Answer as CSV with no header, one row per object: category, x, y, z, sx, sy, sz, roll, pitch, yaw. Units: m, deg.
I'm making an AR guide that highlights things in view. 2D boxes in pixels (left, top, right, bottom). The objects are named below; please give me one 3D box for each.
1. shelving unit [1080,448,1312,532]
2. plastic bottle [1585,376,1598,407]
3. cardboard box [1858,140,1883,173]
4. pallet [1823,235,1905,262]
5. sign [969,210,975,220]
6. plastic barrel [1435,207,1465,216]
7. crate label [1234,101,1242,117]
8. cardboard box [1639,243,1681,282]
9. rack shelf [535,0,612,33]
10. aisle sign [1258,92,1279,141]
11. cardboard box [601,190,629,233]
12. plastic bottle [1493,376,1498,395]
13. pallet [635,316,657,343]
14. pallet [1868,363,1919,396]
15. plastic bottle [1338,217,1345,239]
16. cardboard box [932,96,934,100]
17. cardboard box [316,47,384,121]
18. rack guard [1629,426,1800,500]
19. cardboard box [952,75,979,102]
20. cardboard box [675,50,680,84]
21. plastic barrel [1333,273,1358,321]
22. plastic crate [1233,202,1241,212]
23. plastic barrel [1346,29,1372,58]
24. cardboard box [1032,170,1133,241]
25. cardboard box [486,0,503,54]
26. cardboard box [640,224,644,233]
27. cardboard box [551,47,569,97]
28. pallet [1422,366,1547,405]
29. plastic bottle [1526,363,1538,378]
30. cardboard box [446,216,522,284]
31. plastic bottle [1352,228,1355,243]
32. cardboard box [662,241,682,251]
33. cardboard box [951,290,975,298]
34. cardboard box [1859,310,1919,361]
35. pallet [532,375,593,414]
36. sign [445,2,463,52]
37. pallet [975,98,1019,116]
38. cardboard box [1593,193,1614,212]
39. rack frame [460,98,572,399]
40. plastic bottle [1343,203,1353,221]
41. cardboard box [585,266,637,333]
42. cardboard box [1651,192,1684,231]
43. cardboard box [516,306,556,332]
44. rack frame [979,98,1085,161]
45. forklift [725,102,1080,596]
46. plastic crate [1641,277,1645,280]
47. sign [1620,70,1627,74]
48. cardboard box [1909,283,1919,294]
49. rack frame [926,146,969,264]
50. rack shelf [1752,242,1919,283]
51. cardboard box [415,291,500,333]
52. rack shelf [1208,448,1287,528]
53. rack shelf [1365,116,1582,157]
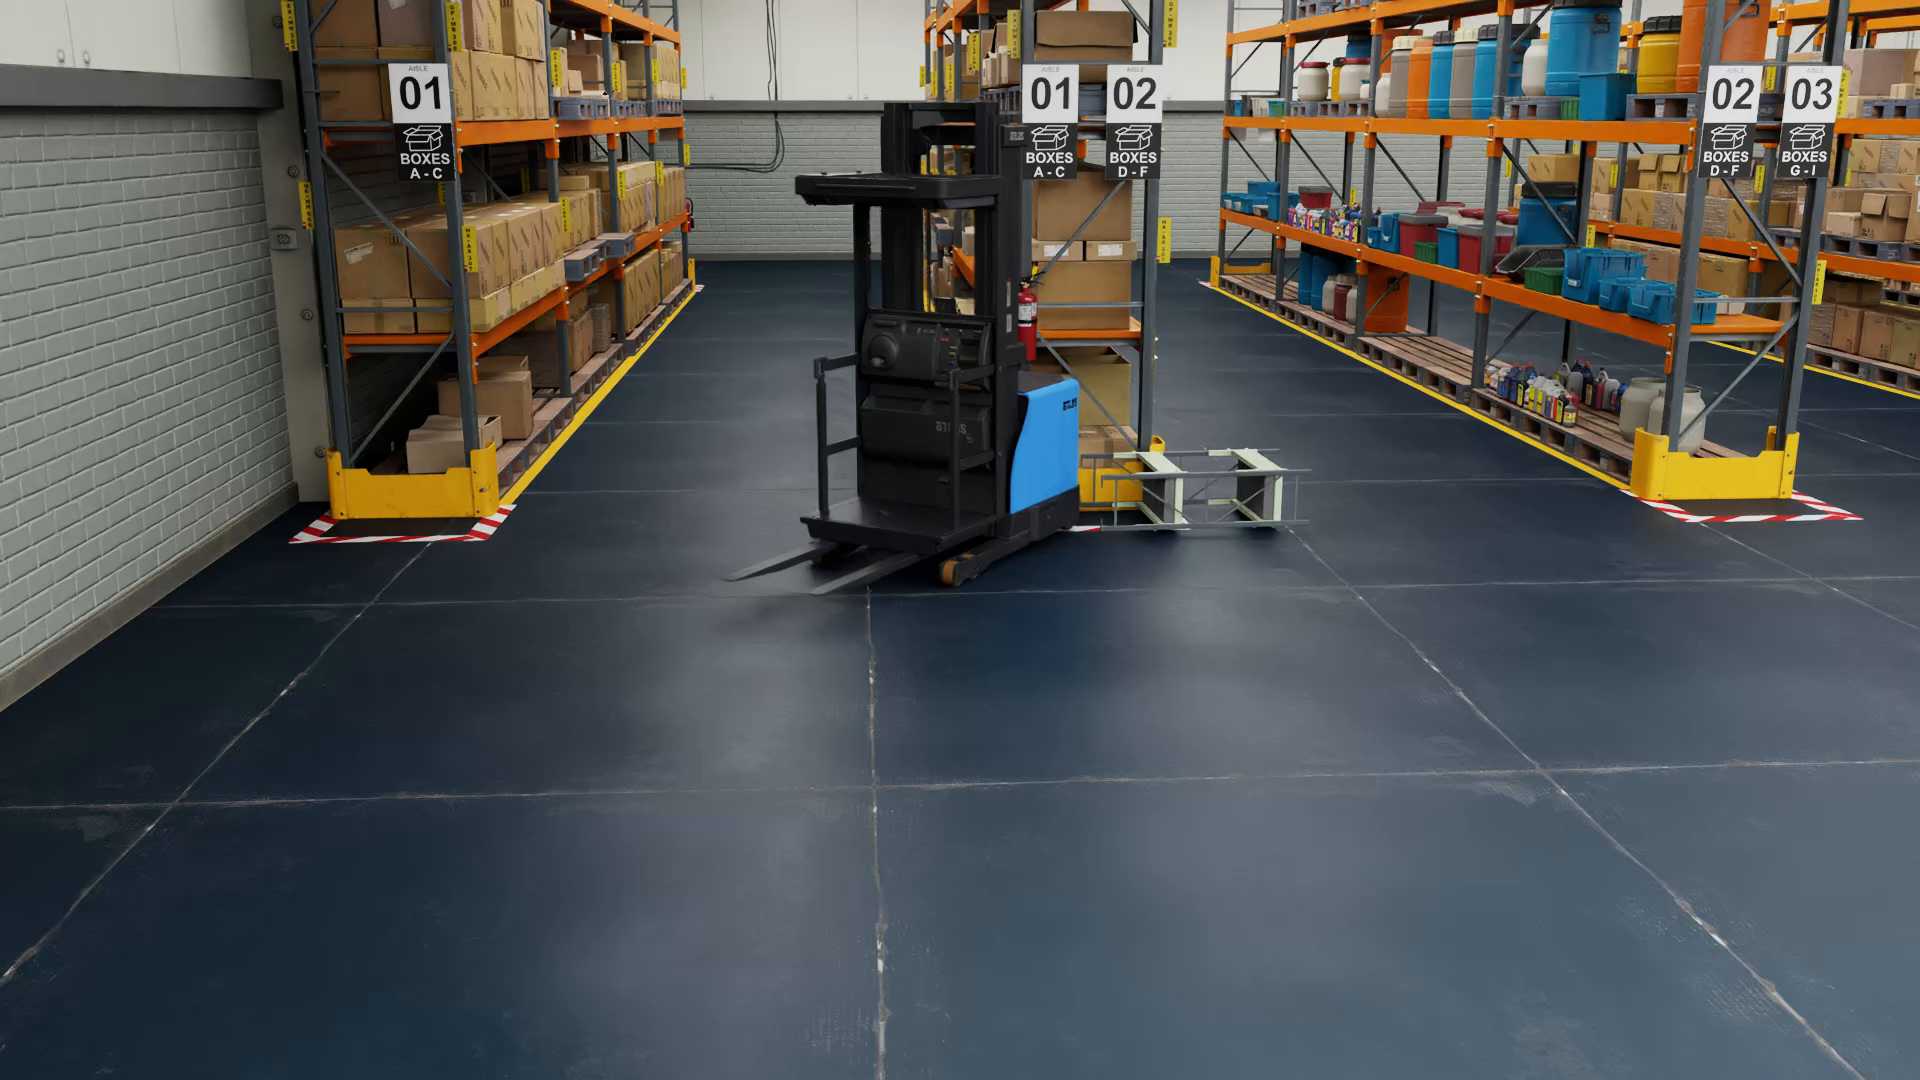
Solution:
shelving unit,1.677,-0.369,11.976,1.500,0.431,0.755,-2,15,-7
plastic bottle,5.881,-1.389,15.475,0.061,0.283,0.133,-1,14,-3
cardboard box,14.624,-6.075,26.314,0.500,0.500,0.500,-1,14,-5
pallet,10.481,-3.270,18.602,1.003,0.211,1.213,-1,14,-3
sign,0.137,-3.220,15.855,0.100,0.325,0.005,-1,14,-3
plastic barrel,5.651,-3.580,19.196,0.421,0.512,0.421,0,14,0
crate label,4.613,-6.914,26.658,0.408,0.251,0.502,-1,14,-3
cardboard box,10.185,-3.643,23.086,1.225,0.875,0.875,-1,14,-5
rack shelf,-4.390,-5.491,17.056,1.077,0.370,4.000,-1,14,-3
aisle sign,5.166,-7.049,27.687,0.394,0.787,0.004,-1,14,-3
cardboard box,-4.289,-3.952,20.030,0.500,0.500,0.500,0,14,-2
plastic bottle,5.217,-1.505,16.088,0.097,0.201,0.097,0,14,0
pallet,-4.560,-2.775,21.887,1.003,0.211,1.213,-1,14,-3
pallet,10.516,-1.703,17.722,1.003,0.211,1.213,-1,14,-3
plastic bottle,4.896,-3.993,21.285,0.097,0.271,0.097,0,14,0
cardboard box,-0.147,-6.561,24.284,0.500,0.250,0.500,-1,14,-3
cardboard box,-4.297,-3.246,11.864,0.500,0.500,0.500,0,14,1
rack guard,5.818,-0.596,12.841,1.175,0.500,0.348,-1,14,-3
cardboard box,0.369,-5.312,19.931,0.910,0.500,0.500,-1,14,-3
cardboard box,-4.692,-7.432,26.125,0.500,0.500,0.500,-1,14,-4
plastic barrel,5.257,-3.216,22.003,0.600,0.588,0.708,-1,14,-3
plastic crate,4.544,-5.353,26.720,0.250,0.136,0.298,-1,14,-3
plastic barrel,5.385,-6.250,21.929,0.600,0.901,0.708,-1,14,-3
cardboard box,0.906,-2.519,12.494,0.700,0.500,0.500,-1,14,-3
cardboard box,-3.823,-3.983,12.720,0.500,0.500,0.500,0,14,-2
cardboard box,-4.424,-4.174,22.195,0.380,0.149,0.250,-1,14,-3
cardboard box,-4.297,-4.779,17.017,0.500,0.500,0.500,-1,14,-5
pallet,5.534,-1.628,17.429,1.003,0.211,1.213,-1,14,-3
plastic bottle,5.402,-1.509,15.804,0.144,0.351,0.185,-1,14,-3
cardboard box,-3.794,-2.311,13.245,0.500,0.500,0.500,-1,14,-5
plastic bottle,4.934,-3.805,20.694,0.097,0.201,0.097,0,14,0
cardboard box,-4.677,-4.720,26.724,0.380,0.149,0.250,-1,14,-4
cardboard box,0.138,-2.934,21.044,0.500,0.500,0.500,0,14,-1
cardboard box,10.503,-2.274,18.477,0.700,0.500,0.500,-2,15,-8
pallet,-4.316,-1.474,16.831,1.003,0.211,1.213,-1,14,-3
sign,-3.477,-3.520,11.414,0.100,0.325,0.005,-1,14,-3
pallet,0.610,-4.287,16.533,0.805,0.209,1.217,-1,15,-6
cardboard box,9.780,-5.027,24.748,0.500,0.250,0.500,-1,14,-4
rack frame,-4.266,-2.631,15.731,1.000,3.000,0.127,-1,14,-3
plastic bottle,5.377,-4.478,23.008,0.144,0.351,0.185,-1,14,-3
cardboard box,-4.429,-2.973,20.531,0.750,0.750,0.750,-1,14,-4
cardboard box,9.911,-4.530,22.913,0.500,0.500,0.500,-1,14,-5
cardboard box,-4.359,-2.289,17.030,0.500,0.250,0.500,-1,14,-5
rack frame,0.678,-2.708,16.031,1.000,3.000,0.127,-1,14,-3
forklift,-0.328,-1.257,10.529,1.130,2.935,3.031,8,17,29
plastic crate,5.975,-2.256,14.804,0.530,0.136,0.437,-1,14,-3
sign,9.516,-6.582,23.872,0.100,0.325,0.005,-1,14,-3
cardboard box,14.662,-3.816,25.216,0.380,0.149,0.250,-1,14,-3
rack frame,-0.066,-5.692,27.631,1.000,3.000,0.127,-1,14,-3
rack shelf,10.441,-3.009,18.645,1.077,0.370,4.000,-1,14,-3
cardboard box,-3.732,-1.699,12.371,0.500,0.250,0.500,-1,14,-5
rack shelf,2.064,-0.381,12.023,0.370,0.431,0.720,-2,15,-7
rack shelf,5.498,-4.385,17.974,1.077,0.370,4.000,-1,14,-3
